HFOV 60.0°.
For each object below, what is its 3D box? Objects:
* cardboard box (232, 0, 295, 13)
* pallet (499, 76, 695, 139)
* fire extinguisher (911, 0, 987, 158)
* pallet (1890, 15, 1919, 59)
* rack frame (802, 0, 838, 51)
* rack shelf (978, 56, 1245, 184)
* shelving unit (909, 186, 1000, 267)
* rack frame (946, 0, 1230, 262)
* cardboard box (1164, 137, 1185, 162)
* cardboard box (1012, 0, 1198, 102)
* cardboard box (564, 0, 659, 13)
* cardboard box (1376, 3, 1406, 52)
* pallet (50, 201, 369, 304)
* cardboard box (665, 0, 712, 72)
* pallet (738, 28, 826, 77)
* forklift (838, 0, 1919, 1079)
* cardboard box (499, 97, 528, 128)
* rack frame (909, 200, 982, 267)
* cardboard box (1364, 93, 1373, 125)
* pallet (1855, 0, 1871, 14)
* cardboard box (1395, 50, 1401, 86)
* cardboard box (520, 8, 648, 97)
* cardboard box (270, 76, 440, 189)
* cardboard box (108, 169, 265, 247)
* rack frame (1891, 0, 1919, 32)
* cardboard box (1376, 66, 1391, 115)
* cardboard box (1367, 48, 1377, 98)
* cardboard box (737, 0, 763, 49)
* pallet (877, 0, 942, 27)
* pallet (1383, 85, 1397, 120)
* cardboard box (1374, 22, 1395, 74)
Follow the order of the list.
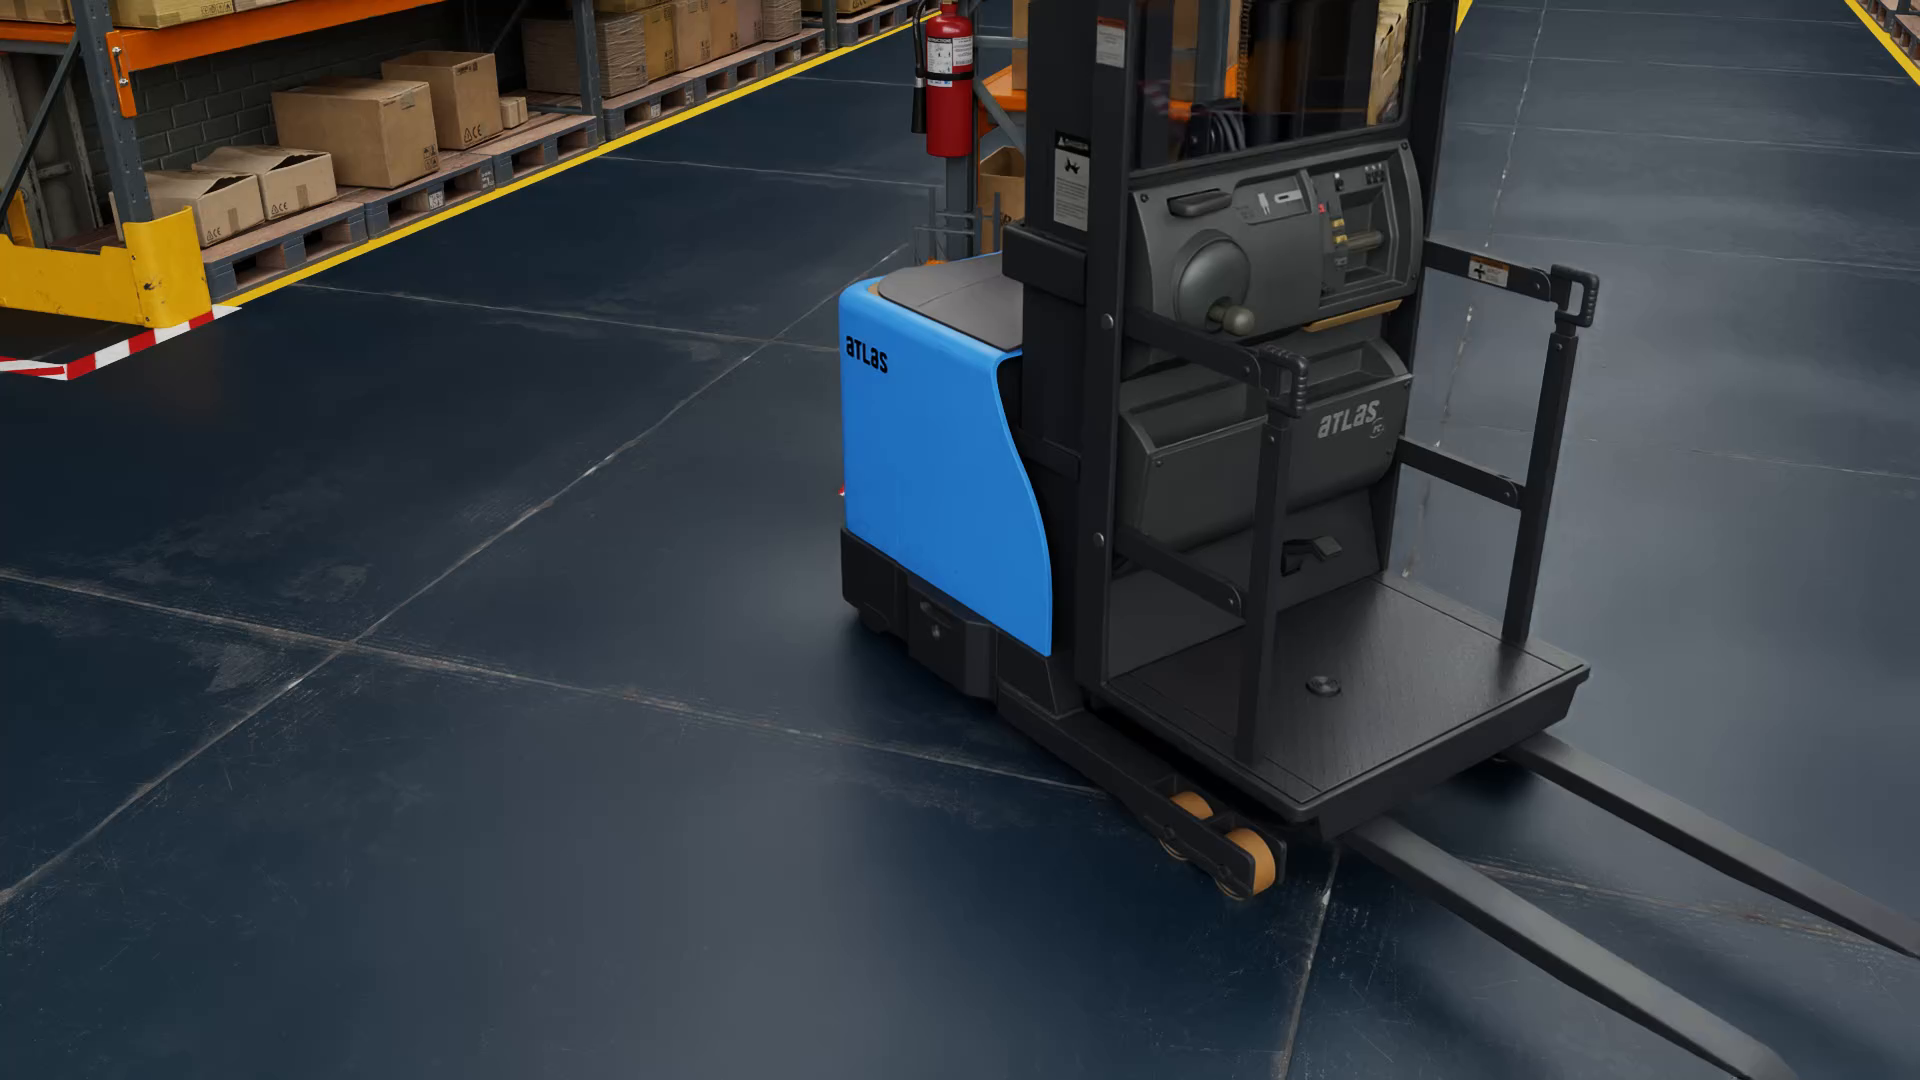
[{"bbox_3d":[-3.613,-2.770,8.177,0.500,0.250,0.500,8,27,16],"label":"cardboard box"},{"bbox_3d":[-2.646,-3.167,12.049,1.003,0.211,1.213,9,27,17],"label":"pallet"},{"bbox_3d":[-0.039,-1.725,5.960,0.296,0.674,0.183,9,27,17],"label":"fire extinguisher"},{"bbox_3d":[8.805,-4.387,14.568,1.003,0.211,1.213,9,27,17],"label":"pallet"},{"bbox_3d":[-1.572,-5.746,14.175,1.000,3.000,0.127,9,27,17],"label":"rack frame"},{"bbox_3d":[1.104,-2.239,7.759,1.077,0.370,4.000,9,27,17],"label":"rack shelf"},{"bbox_3d":[-0.016,-0.541,5.490,0.258,1.200,0.189,9,27,17],"label":"shelving unit"},{"bbox_3d":[0.438,-1.741,5.904,1.000,3.000,0.127,9,27,17],"label":"rack frame"},{"bbox_3d":[0.991,-1.424,7.062,0.500,0.500,0.500,9,27,17],"label":"cardboard box"},{"bbox_3d":[0.605,-1.976,6.275,0.700,0.500,0.500,9,27,17],"label":"cardboard box"},{"bbox_3d":[-2.531,-3.999,12.070,0.500,0.250,0.500,8,27,16],"label":"cardboard box"},{"bbox_3d":[2.991,-3.767,12.118,0.500,0.311,0.500,8,27,17],"label":"cardboard box"},{"bbox_3d":[-3.906,-1.563,8.736,1.003,0.211,1.213,9,27,17],"label":"pallet"},{"bbox_3d":[-2.342,-3.903,12.733,0.700,0.500,0.500,9,27,18],"label":"cardboard box"},{"bbox_3d":[-1.834,-4.170,14.120,1.003,0.211,1.213,9,27,17],"label":"pallet"},{"bbox_3d":[0.908,-0.702,3.837,1.130,2.935,3.031,-18,31,-32],"label":"forklift"},{"bbox_3d":[-3.053,-2.800,10.838,0.380,0.166,0.250,5,26,11],"label":"cardboard box"},{"bbox_3d":[-0.046,-0.503,5.412,0.240,1.200,0.006,9,27,17],"label":"rack frame"},{"bbox_3d":[2.308,-2.676,10.509,0.500,0.250,0.500,9,27,19],"label":"cardboard box"},{"bbox_3d":[9.714,-5.509,16.885,1.003,0.211,1.213,9,27,17],"label":"pallet"},{"bbox_3d":[2.987,-3.516,12.244,0.500,0.250,0.500,8,27,17],"label":"cardboard box"},{"bbox_3d":[-2.674,-3.480,11.858,0.700,0.500,0.500,10,27,19],"label":"cardboard box"},{"bbox_3d":[-3.438,-2.331,9.485,0.700,0.500,0.500,7,27,14],"label":"cardboard box"},{"bbox_3d":[-3.919,-1.717,8.435,0.500,0.311,0.500,6,26,12],"label":"cardboard box"},{"bbox_3d":[9.101,-5.953,14.603,1.000,3.000,0.127,9,27,17],"label":"rack frame"},{"bbox_3d":[2.648,-3.098,11.380,0.500,0.250,0.500,9,27,18],"label":"cardboard box"},{"bbox_3d":[2.313,-2.928,10.384,0.500,0.311,0.500,8,27,17],"label":"cardboard box"},{"bbox_3d":[-2.044,-4.320,13.595,0.700,0.500,0.500,9,27,17],"label":"cardboard box"},{"bbox_3d":[-0.831,-5.303,16.461,1.003,0.211,1.213,9,27,17],"label":"pallet"},{"bbox_3d":[2.789,-3.441,12.615,1.003,0.211,1.213,9,27,17],"label":"pallet"},{"bbox_3d":[2.652,-3.355,11.266,0.500,0.311,0.500,10,27,19],"label":"cardboard box"}]
